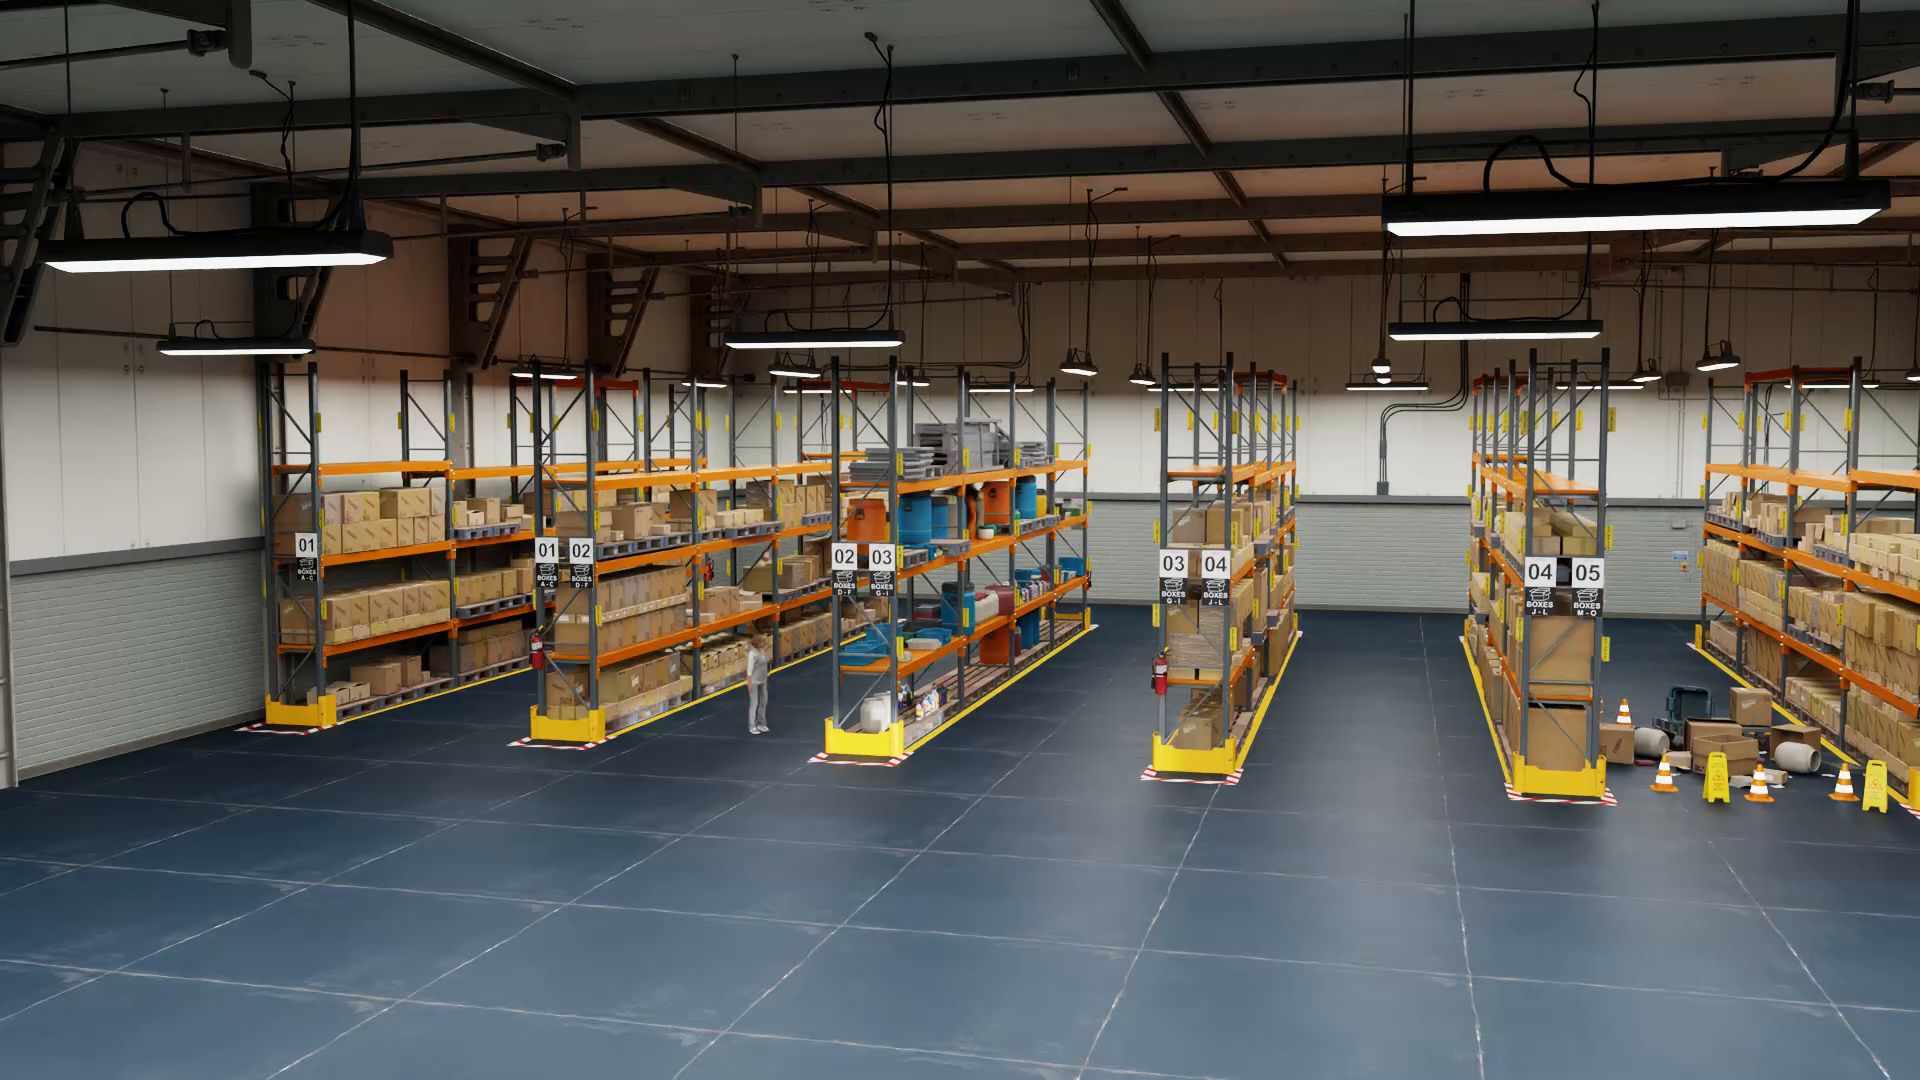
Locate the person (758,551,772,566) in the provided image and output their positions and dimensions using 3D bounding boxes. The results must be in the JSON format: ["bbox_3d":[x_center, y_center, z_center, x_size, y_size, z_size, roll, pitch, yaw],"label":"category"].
[{"bbox_3d":[-5.164,1.094,43.922,0.425,1.597,1.029,1,4,9],"label":"person"}]

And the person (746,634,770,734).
[{"bbox_3d":[-3.285,2.354,26.896,0.329,1.644,0.506,2,5,27],"label":"person"}]
